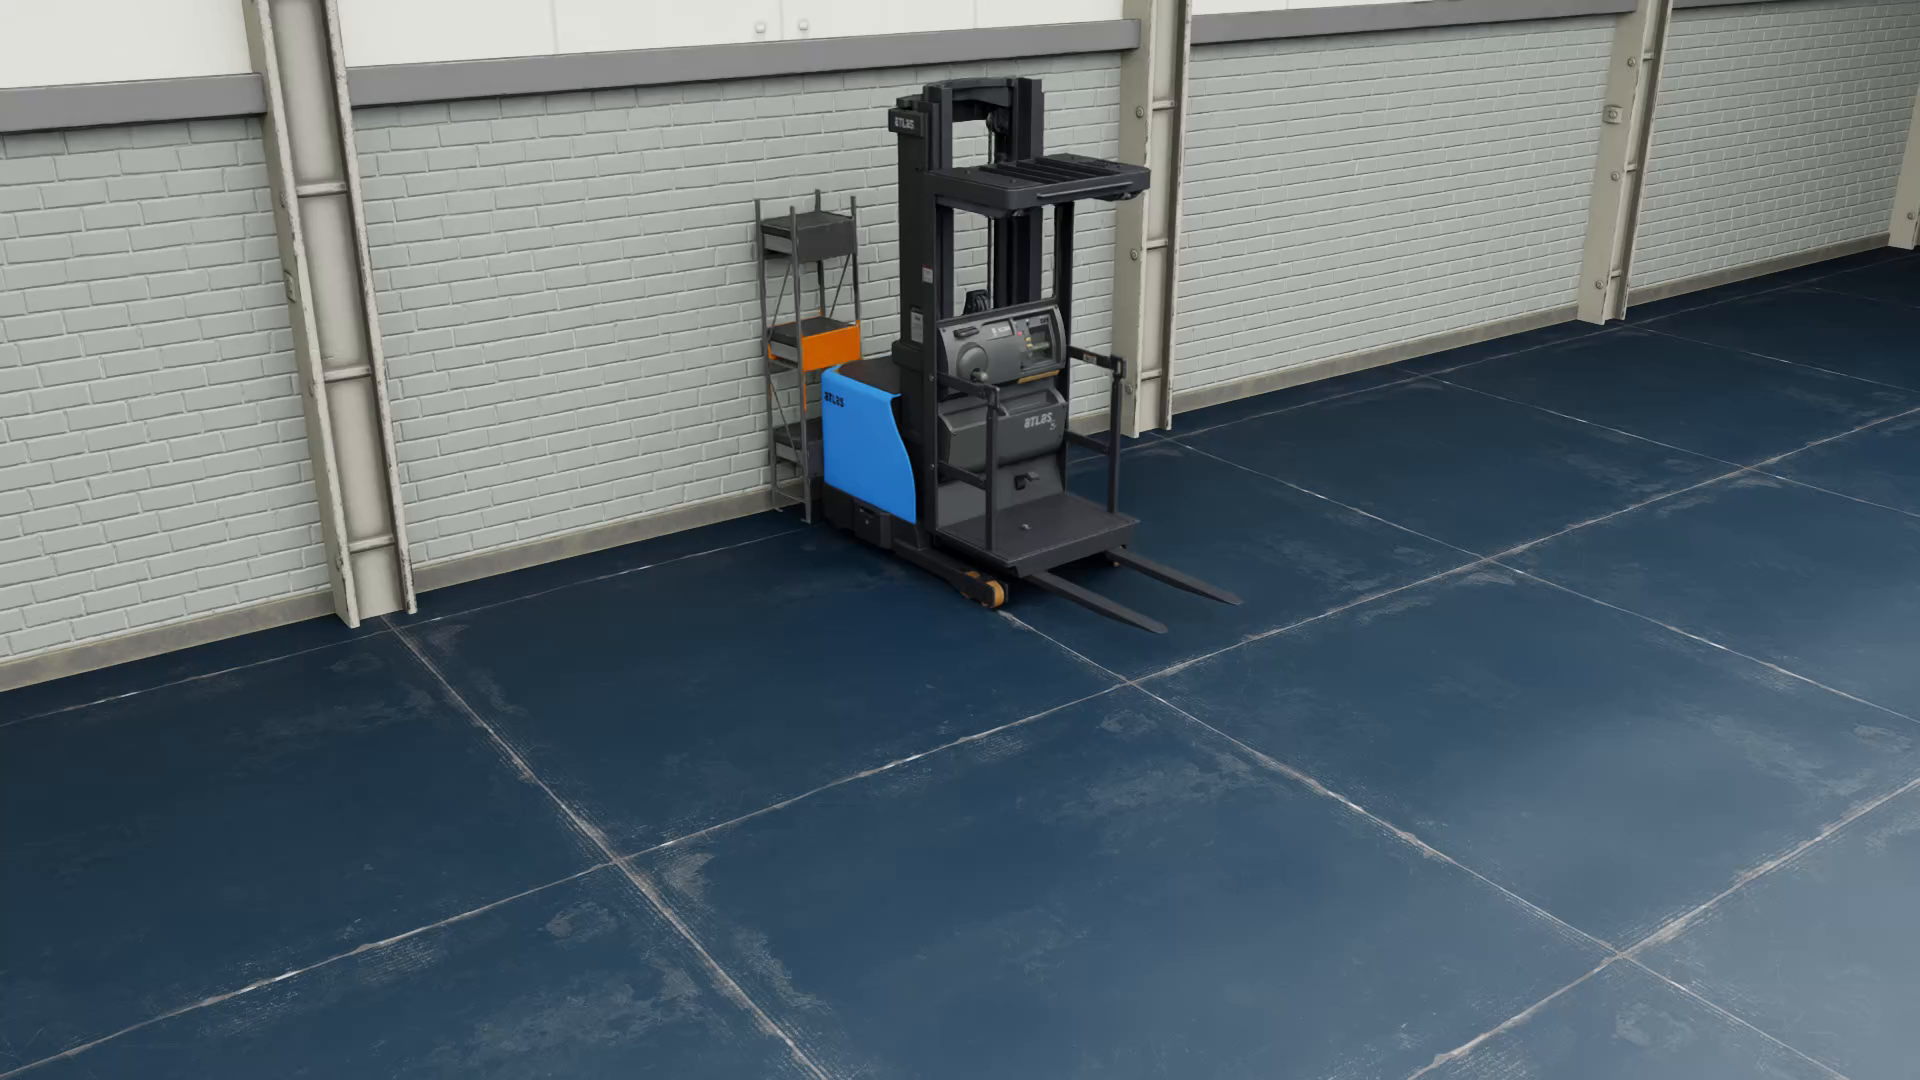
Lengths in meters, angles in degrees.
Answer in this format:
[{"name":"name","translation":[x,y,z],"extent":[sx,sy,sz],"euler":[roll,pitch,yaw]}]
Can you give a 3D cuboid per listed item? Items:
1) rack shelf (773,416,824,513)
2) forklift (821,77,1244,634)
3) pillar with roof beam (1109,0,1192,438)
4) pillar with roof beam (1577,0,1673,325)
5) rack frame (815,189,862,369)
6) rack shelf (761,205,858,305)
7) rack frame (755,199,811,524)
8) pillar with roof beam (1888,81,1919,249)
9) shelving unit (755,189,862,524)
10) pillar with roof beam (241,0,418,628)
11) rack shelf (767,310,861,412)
[{"name":"rack shelf","translation":[-0.959,-0.538,11.225],"extent":[0.480,0.518,0.431],"euler":[-20,28,-39]},{"name":"forklift","translation":[0.398,-1.161,9.851],"extent":[1.130,2.935,3.031],"euler":[-17,27,-36]},{"name":"pillar with roof beam","translation":[3.930,-3.761,8.180],"extent":[0.400,9.000,9.100],"euler":[-15,26,-33]},{"name":"pillar with roof beam","translation":[8.801,-5.060,11.435],"extent":[0.400,9.000,9.100],"euler":[-15,26,-33]},{"name":"rack frame","translation":[-0.790,-1.265,11.116],"extent":[0.015,2.100,0.400],"euler":[-20,28,-39]},{"name":"rack shelf","translation":[-0.979,-1.840,10.711],"extent":[0.480,0.518,0.431],"euler":[-20,28,-39]},{"name":"rack frame","translation":[-1.148,-1.138,10.809],"extent":[0.015,2.100,0.400],"euler":[-20,28,-39]},{"name":"pillar with roof beam","translation":[13.671,-6.358,14.689],"extent":[0.400,9.000,9.100],"euler":[-15,26,-33]},{"name":"shelving unit","translation":[-0.969,-1.201,10.963],"extent":[0.503,2.100,0.431],"euler":[-20,28,-39]},{"name":"pillar with roof beam","translation":[-0.940,-2.462,4.925],"extent":[0.400,9.000,9.100],"euler":[-15,26,-33]},{"name":"rack shelf","translation":[-0.969,-1.189,10.968],"extent":[0.480,0.518,0.431],"euler":[-20,28,-39]}]
